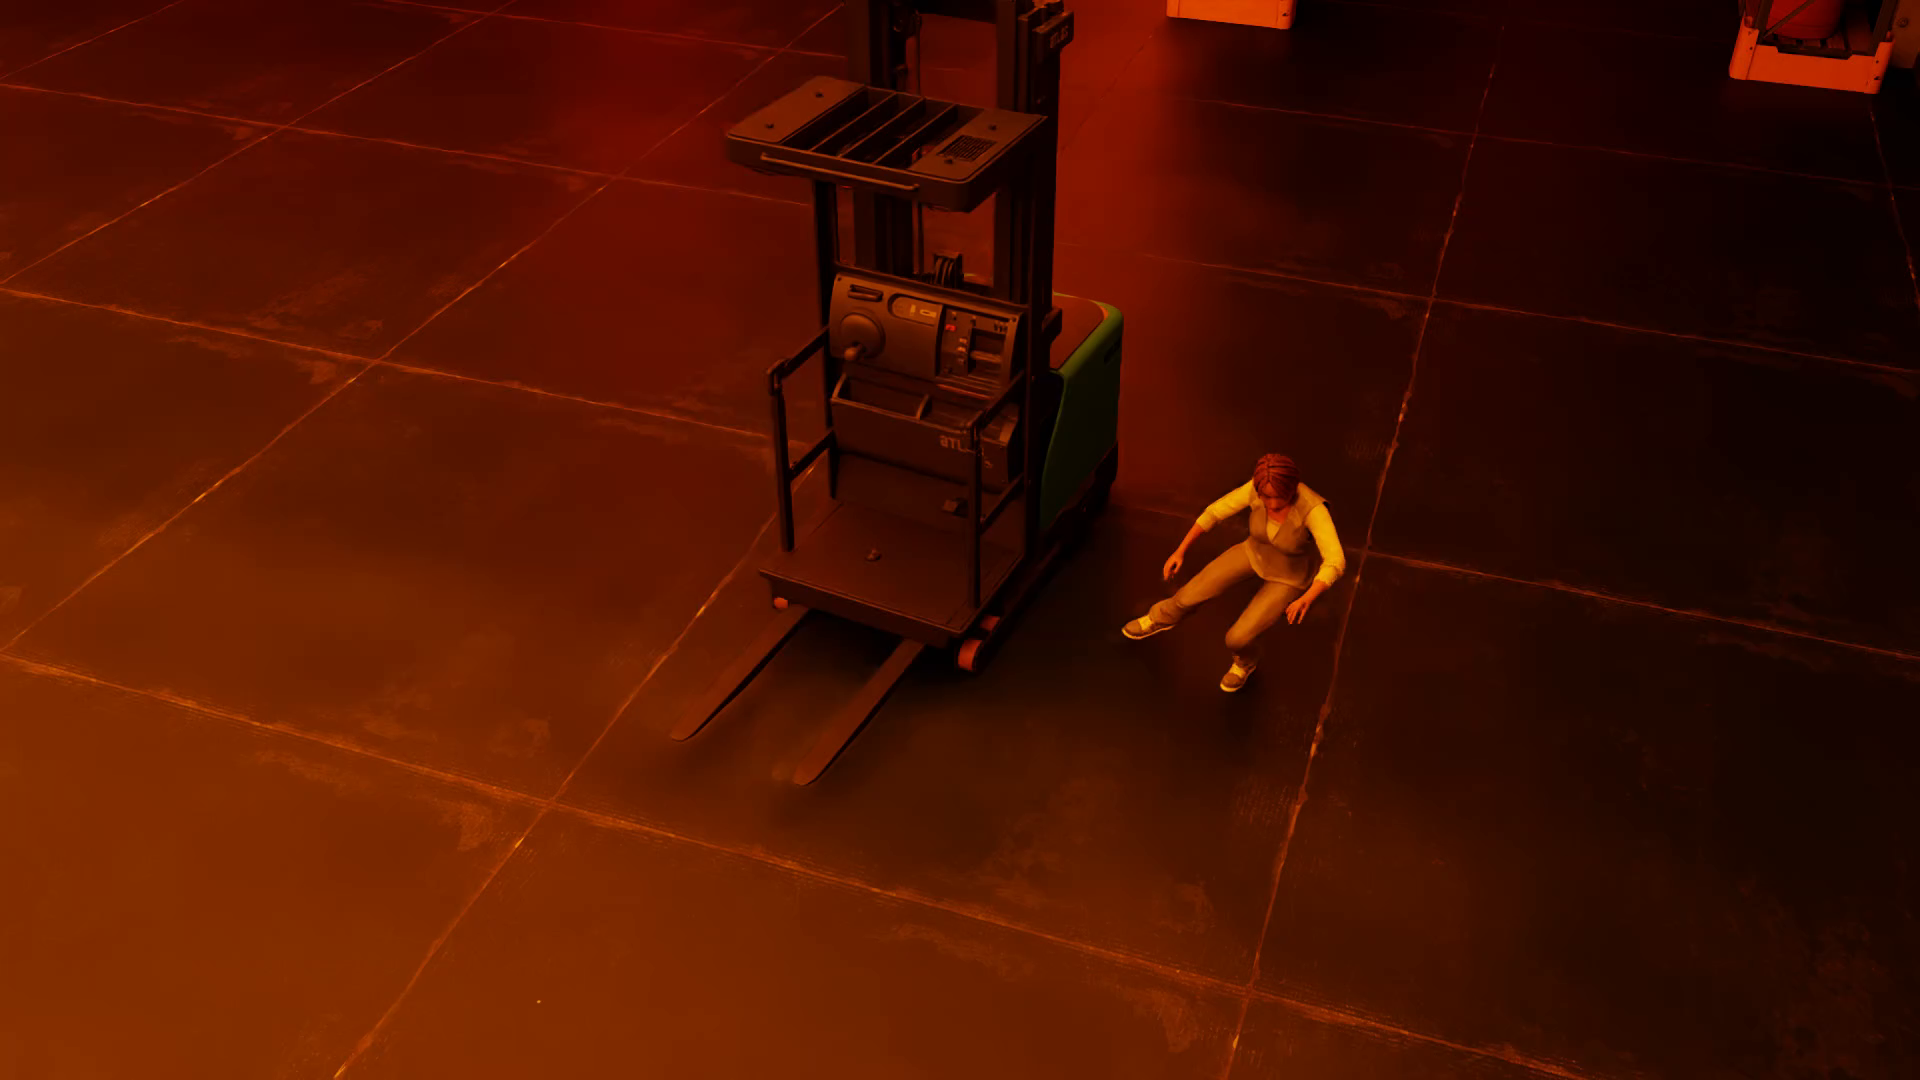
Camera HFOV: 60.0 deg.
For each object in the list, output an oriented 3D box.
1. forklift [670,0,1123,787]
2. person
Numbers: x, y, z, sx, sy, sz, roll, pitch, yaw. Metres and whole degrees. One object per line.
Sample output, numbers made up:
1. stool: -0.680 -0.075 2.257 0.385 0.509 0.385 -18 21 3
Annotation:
1. forklift: -0.262 -0.871 7.339 1.130 2.935 3.031 16 38 21
2. person: 1.172 0.172 7.253 1.090 1.360 0.820 25 42 31
